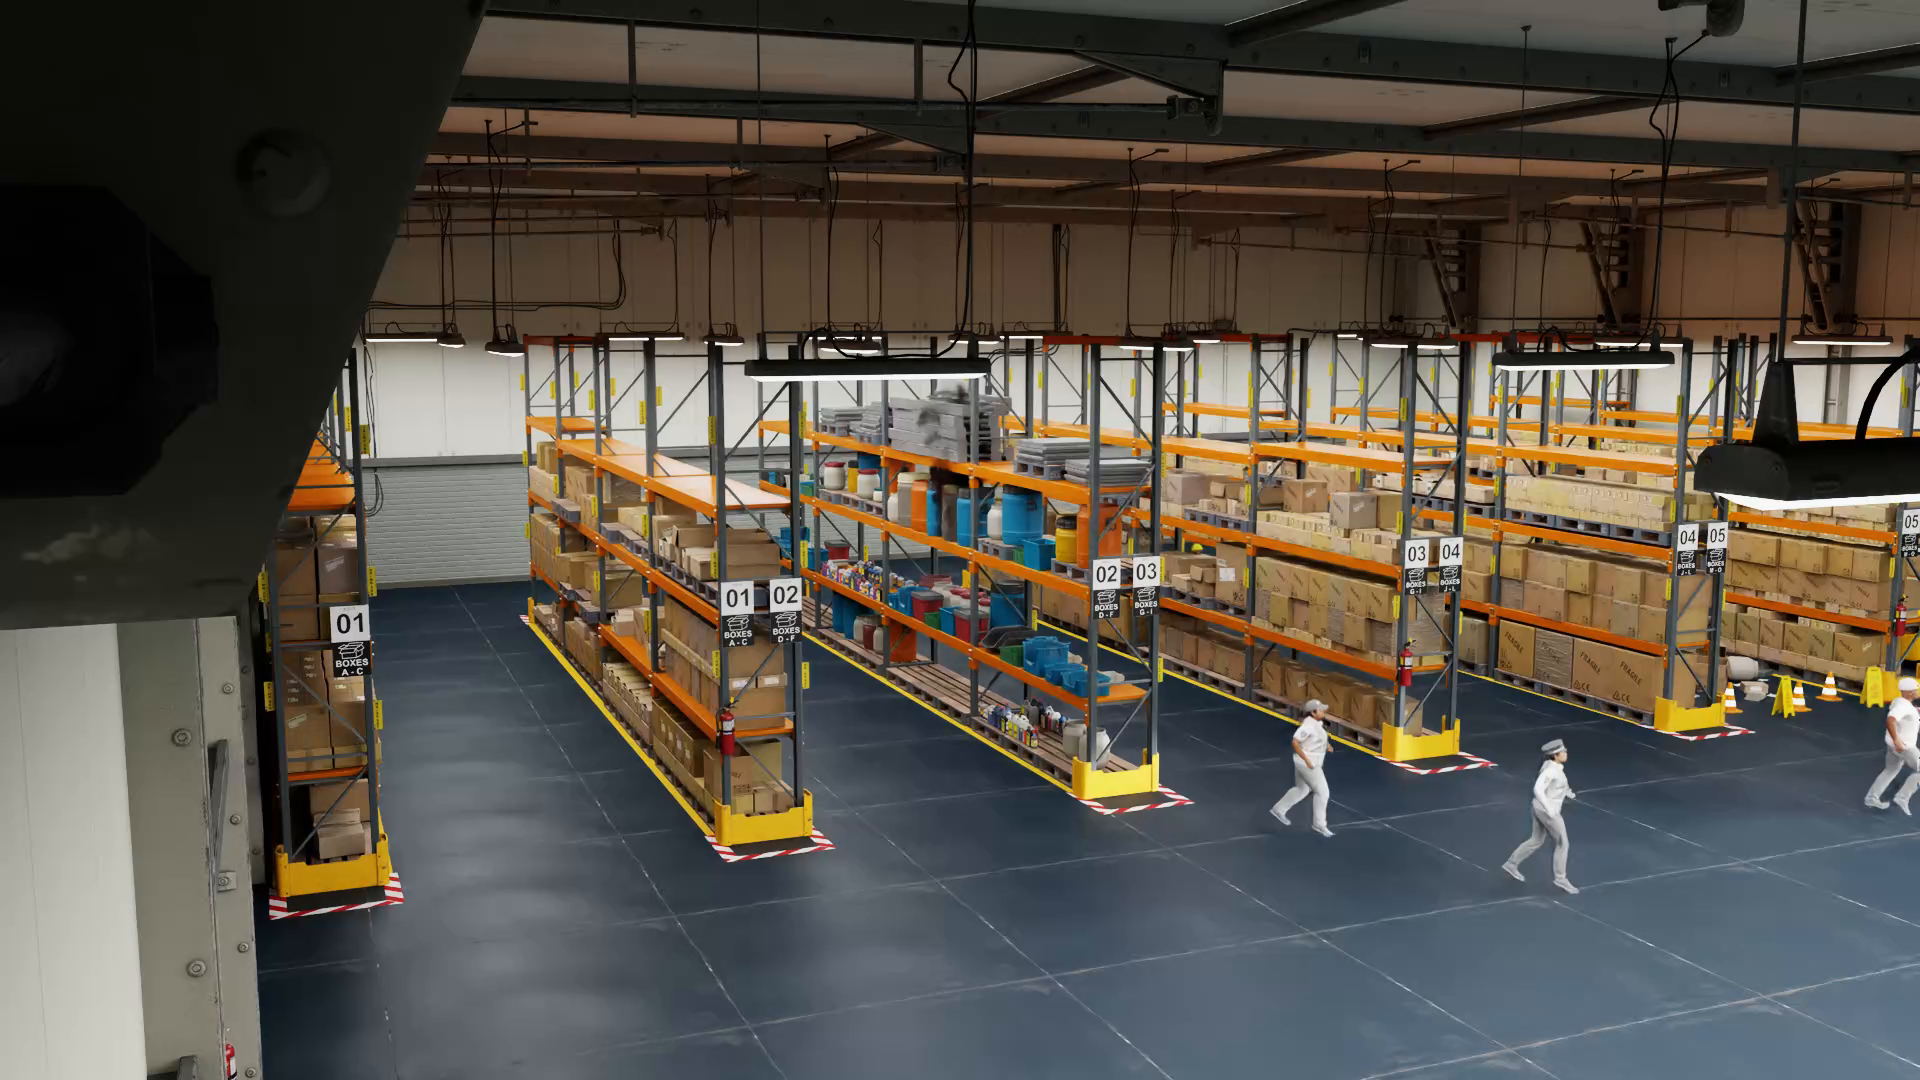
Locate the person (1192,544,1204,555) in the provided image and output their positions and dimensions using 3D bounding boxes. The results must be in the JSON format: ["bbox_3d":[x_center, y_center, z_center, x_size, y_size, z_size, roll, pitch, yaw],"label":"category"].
[{"bbox_3d":[4.760,0.960,33.838,0.659,1.798,0.896,-4,9,-29],"label":"person"}]

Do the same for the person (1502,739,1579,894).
[{"bbox_3d":[6.491,3.040,18.493,0.782,1.732,0.611,1,8,7],"label":"person"}]

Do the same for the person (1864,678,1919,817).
[{"bbox_3d":[12.067,2.646,21.262,0.809,1.787,0.671,2,8,13],"label":"person"}]

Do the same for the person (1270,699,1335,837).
[{"bbox_3d":[4.244,2.796,20.532,0.797,1.716,0.599,2,8,13],"label":"person"}]
